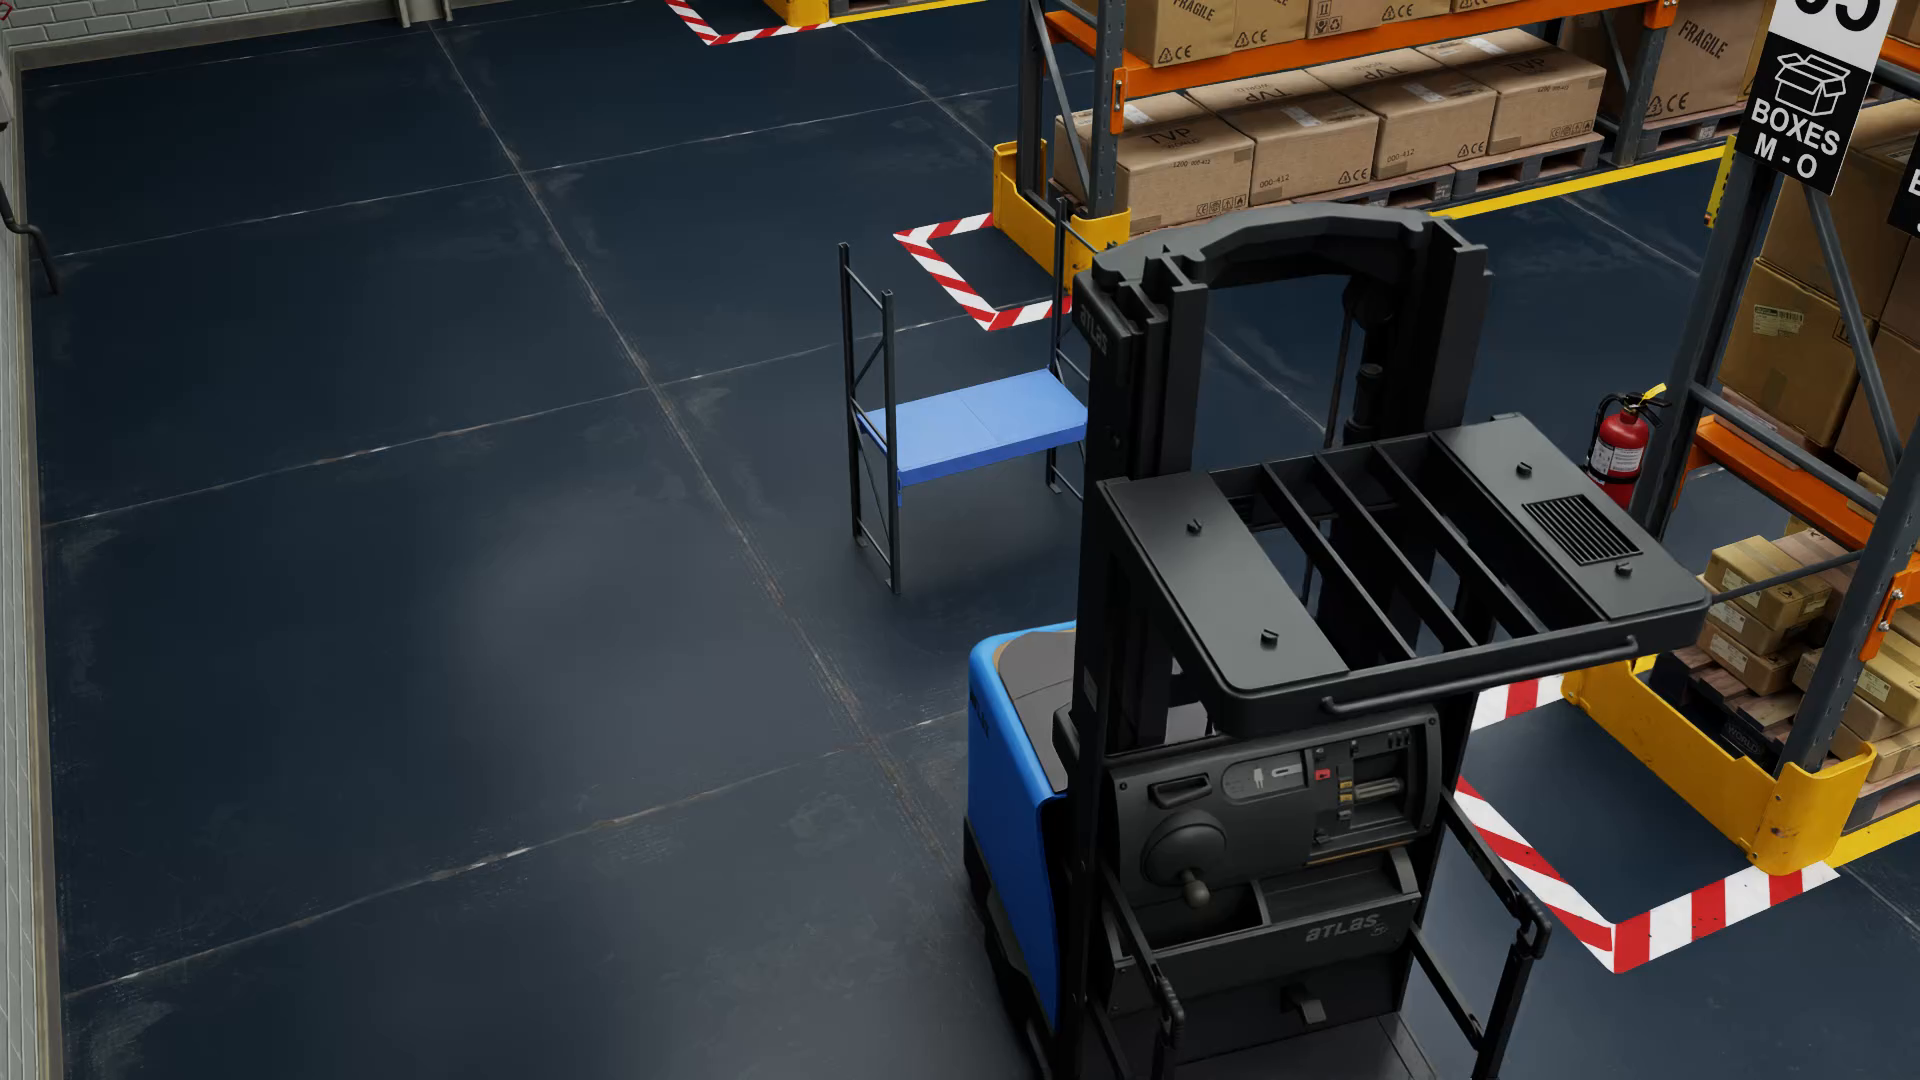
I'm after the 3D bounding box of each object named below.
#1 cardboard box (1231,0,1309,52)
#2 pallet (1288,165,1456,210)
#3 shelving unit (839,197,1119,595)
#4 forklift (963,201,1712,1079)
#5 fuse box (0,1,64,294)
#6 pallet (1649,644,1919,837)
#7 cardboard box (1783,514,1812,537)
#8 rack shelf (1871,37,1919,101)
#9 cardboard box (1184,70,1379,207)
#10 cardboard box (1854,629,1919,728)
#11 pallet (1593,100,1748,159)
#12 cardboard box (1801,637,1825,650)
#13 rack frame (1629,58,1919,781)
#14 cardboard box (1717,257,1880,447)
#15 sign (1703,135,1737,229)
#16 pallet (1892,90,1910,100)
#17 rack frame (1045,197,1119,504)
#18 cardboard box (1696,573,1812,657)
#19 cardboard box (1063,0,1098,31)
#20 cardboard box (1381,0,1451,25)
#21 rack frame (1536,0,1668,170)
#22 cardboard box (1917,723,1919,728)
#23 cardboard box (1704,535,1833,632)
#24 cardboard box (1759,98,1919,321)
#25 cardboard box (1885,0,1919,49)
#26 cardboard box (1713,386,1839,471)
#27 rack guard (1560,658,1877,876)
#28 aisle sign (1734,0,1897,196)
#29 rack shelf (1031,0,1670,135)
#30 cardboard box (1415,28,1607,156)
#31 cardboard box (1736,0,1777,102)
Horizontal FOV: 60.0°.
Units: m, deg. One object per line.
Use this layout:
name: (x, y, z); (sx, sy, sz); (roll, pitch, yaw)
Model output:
cardboard box: (1.613, -3.093, 9.318); (0.500, 0.500, 0.500); (-16, 40, -21)
pallet: (2.404, -2.374, 10.774); (1.213, 0.211, 1.003); (-16, 39, -20)
shelving unit: (0.077, -0.624, 7.332); (1.048, 1.500, 0.538); (-16, 39, -20)
forklift: (0.909, 0.778, 4.241); (1.130, 2.935, 3.031); (-10, 38, -13)
fuse box: (-5.245, -2.156, 9.220); (0.414, 1.711, 0.539); (-16, 39, -20)
pallet: (3.624, 0.615, 6.744); (1.213, 0.211, 1.003); (-16, 39, -20)
cardboard box: (3.609, 0.001, 6.772); (0.250, 0.149, 0.380); (-16, 40, -21)
rack shelf: (4.616, -1.721, 5.639); (4.000, 0.370, 1.077); (-16, 39, -20)
cardboard box: (1.990, -2.540, 10.455); (0.875, 0.438, 0.875); (-15, 39, -19)
cardboard box: (3.424, 0.489, 6.114); (0.250, 0.149, 0.380); (-17, 40, -22)
pallet: (4.898, -3.072, 11.714); (1.213, 0.211, 1.003); (-16, 39, -20)
cardboard box: (3.383, 0.312, 6.852); (0.250, 0.149, 0.380); (-14, 39, -19)
rack frame: (2.805, -0.299, 5.636); (0.127, 3.000, 1.000); (-16, 39, -20)
cardboard box: (3.103, -0.711, 5.858); (0.500, 0.500, 0.500); (-15, 39, -19)
sign: (2.587, -1.196, 5.607); (0.005, 0.325, 0.100); (-16, 39, -20)
pallet: (7.107, -3.689, 12.547); (1.213, 0.211, 1.003); (-16, 39, -20)
rack frame: (0.537, -0.753, 7.506); (0.032, 1.500, 0.500); (-16, 39, -20)
cardboard box: (3.162, 0.270, 6.659); (0.250, 0.149, 0.380); (-17, 40, -21)
cardboard box: (0.935, -3.248, 9.527); (0.500, 0.500, 0.500); (-15, 39, -20)
cardboard box: (2.527, -3.348, 9.662); (0.500, 0.500, 0.500); (-14, 39, -18)
rack frame: (4.231, -3.956, 10.565); (0.127, 3.000, 1.000); (-16, 39, -20)
cardboard box: (3.618, 0.607, 6.455); (0.250, 0.149, 0.380); (-16, 39, -20)
cardboard box: (3.177, 0.167, 6.548); (0.250, 0.149, 0.380); (-15, 39, -19)
cardboard box: (3.114, -1.111, 5.556); (0.500, 0.500, 0.500); (-16, 40, -21)
cardboard box: (3.104, -1.702, 5.134); (0.500, 0.250, 0.500); (-16, 40, -21)
cardboard box: (2.980, -0.433, 6.027); (0.250, 0.149, 0.380); (-16, 39, -20)
rack guard: (2.874, 0.685, 6.406); (0.348, 0.500, 1.175); (-16, 39, -20)
aisle sign: (2.612, -1.487, 5.054); (0.004, 0.787, 0.394); (-16, 39, -20)
rack shelf: (2.421, -3.161, 10.097); (4.000, 0.370, 1.077); (-16, 39, -20)
cardboard box: (3.617, -2.994, 11.067); (0.875, 0.438, 0.875); (-16, 40, -21)
cardboard box: (5.573, -3.704, 11.657); (0.875, 0.875, 0.875); (-14, 39, -19)
